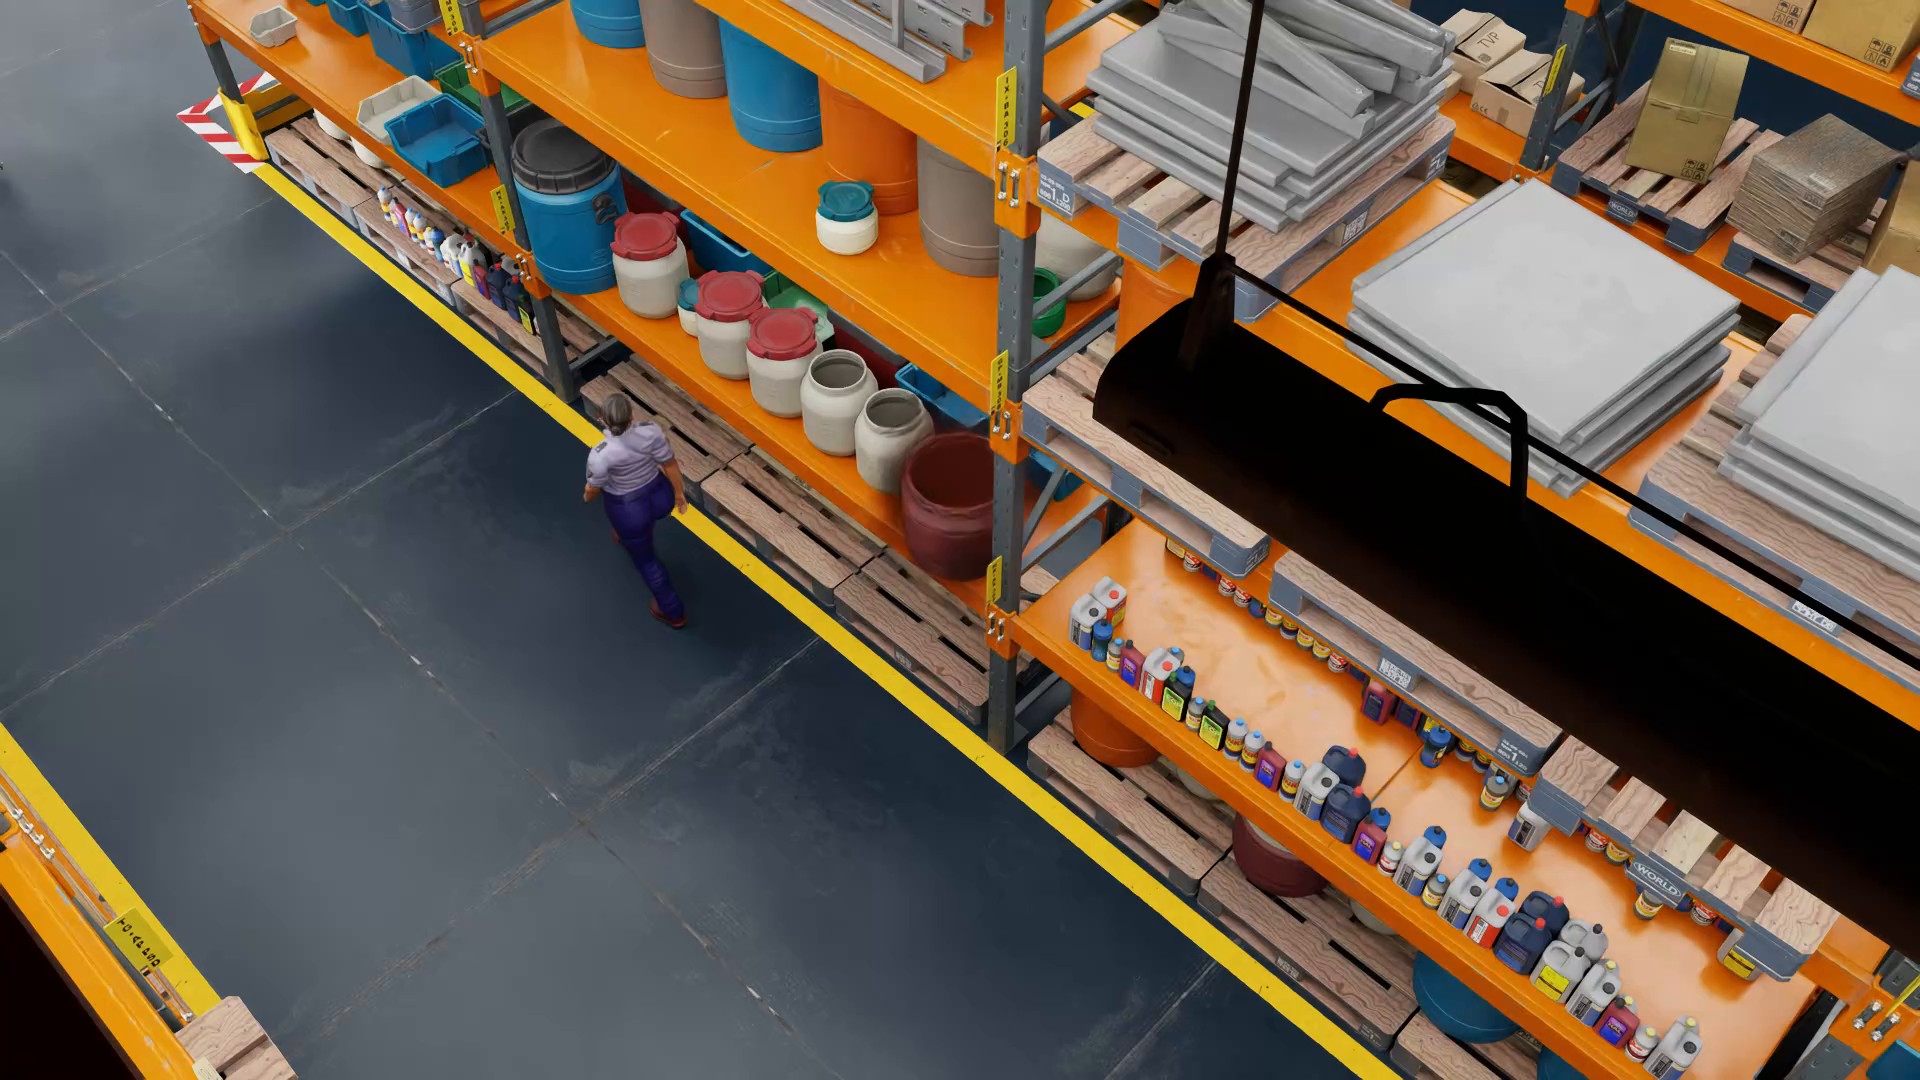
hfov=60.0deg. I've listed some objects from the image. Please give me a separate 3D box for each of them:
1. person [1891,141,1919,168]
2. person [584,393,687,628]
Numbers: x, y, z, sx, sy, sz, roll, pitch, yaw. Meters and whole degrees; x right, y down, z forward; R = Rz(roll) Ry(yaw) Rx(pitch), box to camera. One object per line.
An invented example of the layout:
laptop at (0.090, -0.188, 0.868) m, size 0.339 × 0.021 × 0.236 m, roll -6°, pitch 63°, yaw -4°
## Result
person at (7.490, -3.193, 12.015) m, size 1.058 × 1.572 × 0.502 m, roll 23°, pitch 54°, yaw 18°
person at (-1.911, -0.272, 9.545) m, size 0.502 × 1.612 × 0.897 m, roll -36°, pitch 59°, yaw -26°
